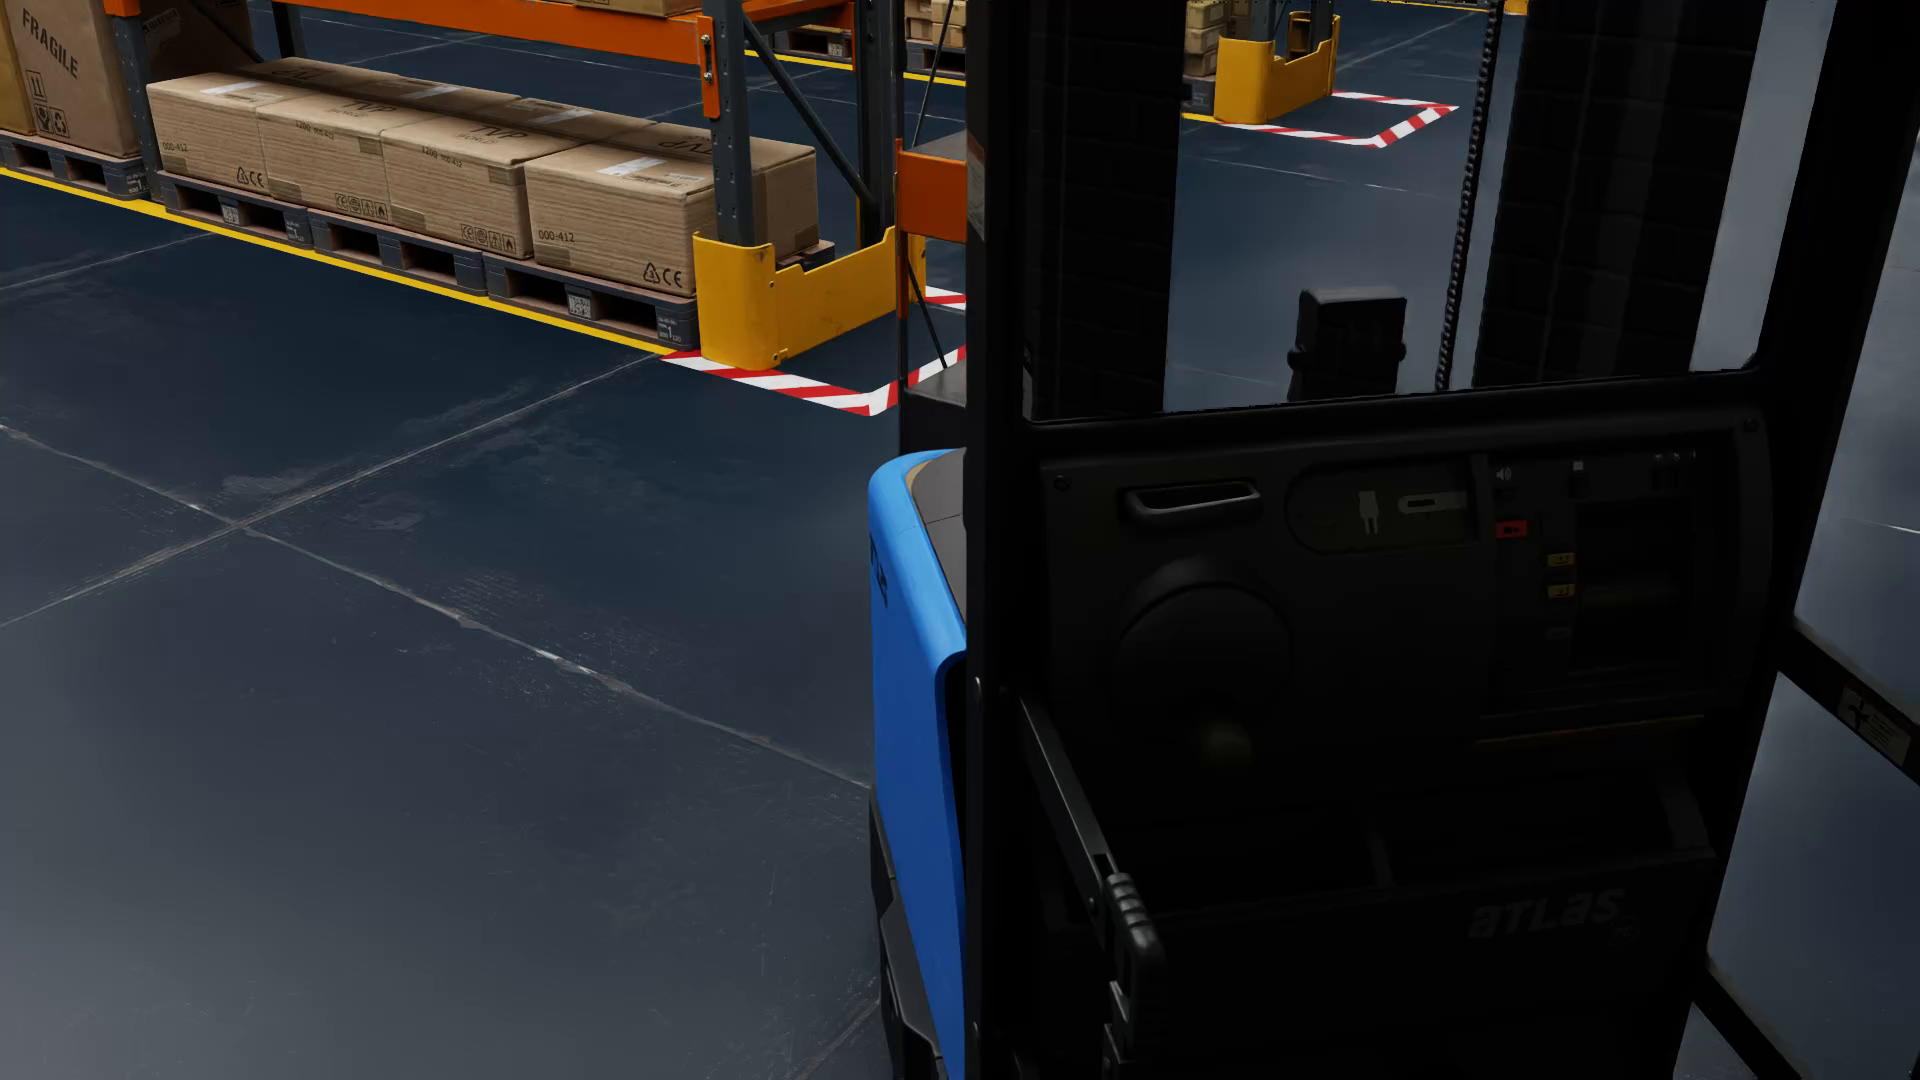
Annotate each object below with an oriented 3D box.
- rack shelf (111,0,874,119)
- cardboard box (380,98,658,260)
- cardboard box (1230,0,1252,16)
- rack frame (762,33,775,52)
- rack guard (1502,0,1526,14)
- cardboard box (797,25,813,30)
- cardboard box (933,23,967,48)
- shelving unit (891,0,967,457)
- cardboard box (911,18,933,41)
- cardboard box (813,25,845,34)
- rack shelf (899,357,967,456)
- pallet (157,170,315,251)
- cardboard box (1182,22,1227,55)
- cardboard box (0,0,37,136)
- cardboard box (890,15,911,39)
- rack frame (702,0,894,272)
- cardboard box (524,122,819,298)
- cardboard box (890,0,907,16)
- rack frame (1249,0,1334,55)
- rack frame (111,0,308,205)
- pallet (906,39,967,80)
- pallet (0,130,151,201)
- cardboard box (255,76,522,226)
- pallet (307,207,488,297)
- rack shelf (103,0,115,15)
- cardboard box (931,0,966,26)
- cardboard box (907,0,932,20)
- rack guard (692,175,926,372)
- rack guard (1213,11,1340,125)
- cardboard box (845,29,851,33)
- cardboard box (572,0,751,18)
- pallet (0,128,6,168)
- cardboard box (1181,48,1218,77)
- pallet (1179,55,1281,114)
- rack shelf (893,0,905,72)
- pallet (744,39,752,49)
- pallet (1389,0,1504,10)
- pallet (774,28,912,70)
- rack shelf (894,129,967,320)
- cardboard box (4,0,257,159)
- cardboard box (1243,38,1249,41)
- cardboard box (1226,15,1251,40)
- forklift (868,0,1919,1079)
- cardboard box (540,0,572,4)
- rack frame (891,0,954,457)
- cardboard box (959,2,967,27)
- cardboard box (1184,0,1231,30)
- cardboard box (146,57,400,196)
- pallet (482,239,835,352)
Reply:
[{"bbox_3d":[-2.266,-2.451,7.551,4.000,0.370,1.077,17,32,30],"label":"rack shelf"},{"bbox_3d":[-1.977,-1.667,7.580,0.875,0.438,0.875,18,32,32],"label":"cardboard box"},{"bbox_3d":[1.863,-3.577,10.997,0.250,0.149,0.380,16,31,28],"label":"cardboard box"},{"bbox_3d":[-1.195,-5.161,12.085,0.127,3.000,1.000,17,32,30],"label":"rack frame"},{"bbox_3d":[5.013,-4.842,14.214,0.348,0.500,1.175,17,32,30],"label":"rack guard"},{"bbox_3d":[-1.077,-3.864,12.216,0.250,0.149,0.380,16,31,28],"label":"cardboard box"},{"bbox_3d":[0.016,-3.546,11.591,0.250,0.149,0.380,16,31,29],"label":"cardboard box"},{"bbox_3d":[0.136,-0.893,4.690,0.503,2.100,0.431,17,32,30],"label":"shelving unit"},{"bbox_3d":[-0.144,-3.649,11.793,0.250,0.149,0.380,16,31,28],"label":"cardboard box"},{"bbox_3d":[-0.858,-3.796,12.082,0.250,0.149,0.380,18,32,32],"label":"cardboard box"},{"bbox_3d":[0.136,-0.257,5.014,0.480,0.518,0.431,17,32,30],"label":"rack shelf"},{"bbox_3d":[-3.332,-1.817,8.589,1.213,0.211,1.003,17,32,30],"label":"pallet"},{"bbox_3d":[1.505,-3.212,10.607,0.250,0.149,0.380,16,31,29],"label":"cardboard box"},{"bbox_3d":[-5.220,-2.883,9.488,0.875,0.875,0.875,18,32,32],"label":"cardboard box"},{"bbox_3d":[-0.386,-3.705,11.903,0.250,0.149,0.380,17,31,29],"label":"cardboard box"},{"bbox_3d":[-0.617,-2.258,6.379,0.127,3.000,1.000,17,32,30],"label":"rack frame"},{"bbox_3d":[-1.218,-1.435,7.124,0.875,0.438,0.875,16,31,29],"label":"cardboard box"},{"bbox_3d":[-0.376,-3.847,11.854,0.250,0.149,0.380,16,31,28],"label":"cardboard box"},{"bbox_3d":[2.102,-4.134,10.066,0.127,3.000,1.000,17,32,30],"label":"rack frame"},{"bbox_3d":[-3.914,-3.285,8.397,0.127,3.000,1.000,17,32,30],"label":"rack frame"},{"bbox_3d":[0.388,-3.446,11.789,1.213,0.211,1.003,17,32,30],"label":"pallet"},{"bbox_3d":[-4.593,-2.212,9.364,1.213,0.211,1.003,17,32,30],"label":"pallet"},{"bbox_3d":[-2.719,-1.899,8.036,0.875,0.438,0.875,16,31,29],"label":"cardboard box"},{"bbox_3d":[-2.322,-1.504,7.974,1.213,0.211,1.003,17,32,30],"label":"pallet"},{"bbox_3d":[-5.563,-3.478,9.570,4.000,0.370,1.077,17,32,30],"label":"rack shelf"},{"bbox_3d":[0.010,-3.679,11.524,0.250,0.149,0.380,17,32,30],"label":"cardboard box"},{"bbox_3d":[-0.163,-3.767,11.698,0.250,0.149,0.380,19,33,33],"label":"cardboard box"},{"bbox_3d":[-0.597,-1.137,6.934,0.348,0.500,1.175,17,32,30],"label":"rack guard"},{"bbox_3d":[2.039,-3.040,10.672,0.348,0.500,1.175,17,32,30],"label":"rack guard"},{"bbox_3d":[-0.623,-3.752,11.995,0.250,0.149,0.380,17,32,30],"label":"cardboard box"},{"bbox_3d":[-1.165,-2.327,6.405,0.500,0.500,0.500,18,32,31],"label":"cardboard box"},{"bbox_3d":[-5.603,-2.525,9.979,1.213,0.211,1.003,17,32,30],"label":"pallet"},{"bbox_3d":[1.550,-3.108,10.730,0.250,0.149,0.380,18,32,31],"label":"cardboard box"},{"bbox_3d":[1.390,-3.133,11.173,1.213,0.211,1.003,17,32,30],"label":"pallet"},{"bbox_3d":[0.136,-1.505,4.379,0.480,0.518,0.431,17,32,30],"label":"rack shelf"},{"bbox_3d":[-1.838,-4.118,13.109,1.213,0.211,1.003,17,32,30],"label":"pallet"},{"bbox_3d":[4.290,-4.896,14.638,1.213,0.211,1.003,17,32,30],"label":"pallet"},{"bbox_3d":[-0.621,-3.759,12.404,1.213,0.211,1.003,17,32,30],"label":"pallet"},{"bbox_3d":[0.136,-0.881,4.696,0.480,0.518,0.431,17,32,30],"label":"rack shelf"},{"bbox_3d":[-4.471,-2.654,9.038,0.875,0.875,0.875,18,32,32],"label":"cardboard box"},{"bbox_3d":[1.851,-3.305,11.117,0.250,0.149,0.380,18,32,31],"label":"cardboard box"},{"bbox_3d":[1.816,-3.414,11.003,0.250,0.149,0.380,19,32,32],"label":"cardboard box"},{"bbox_3d":[0.598,0.095,1.831,1.130,2.935,3.031,-5,27,-10],"label":"forklift"},{"bbox_3d":[-1.570,-2.462,6.670,0.500,0.500,0.500,17,31,29],"label":"cardboard box"},{"bbox_3d":[-0.065,-0.956,4.813,0.015,2.100,0.400,17,32,30],"label":"rack frame"},{"bbox_3d":[0.198,-3.606,11.381,0.250,0.149,0.380,18,32,31],"label":"cardboard box"},{"bbox_3d":[1.522,-3.357,10.564,0.250,0.149,0.380,18,32,31],"label":"cardboard box"},{"bbox_3d":[-3.458,-2.129,8.488,0.875,0.438,0.875,17,31,30],"label":"cardboard box"},{"bbox_3d":[-1.321,-1.191,7.357,1.213,0.211,1.003,17,32,30],"label":"pallet"}]
